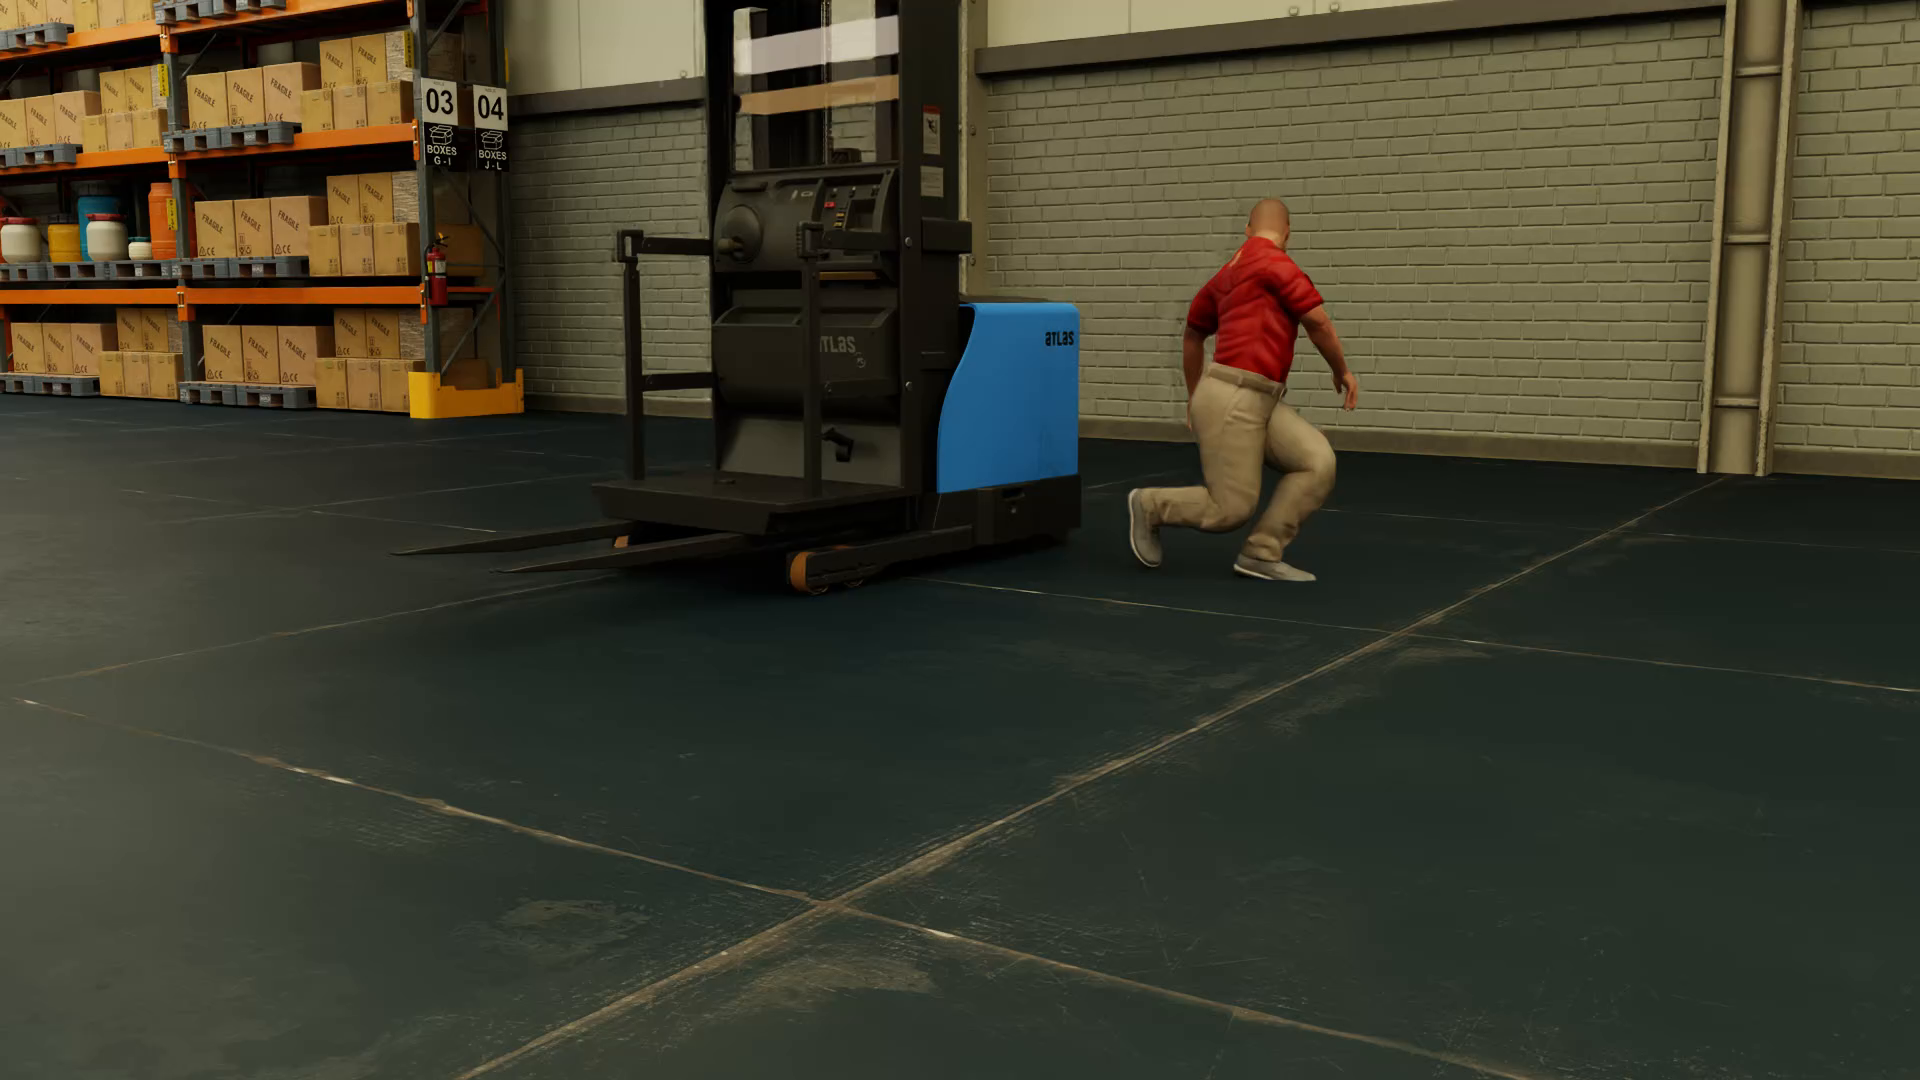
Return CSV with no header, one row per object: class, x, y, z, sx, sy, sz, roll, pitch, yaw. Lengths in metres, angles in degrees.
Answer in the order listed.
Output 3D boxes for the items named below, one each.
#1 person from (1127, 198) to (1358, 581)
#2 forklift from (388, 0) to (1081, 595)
person,1.108,-0.579,6.547,0.896,1.509,0.636,3,8,17
forklift,-0.765,-1.325,6.513,1.130,2.935,3.031,6,10,38
